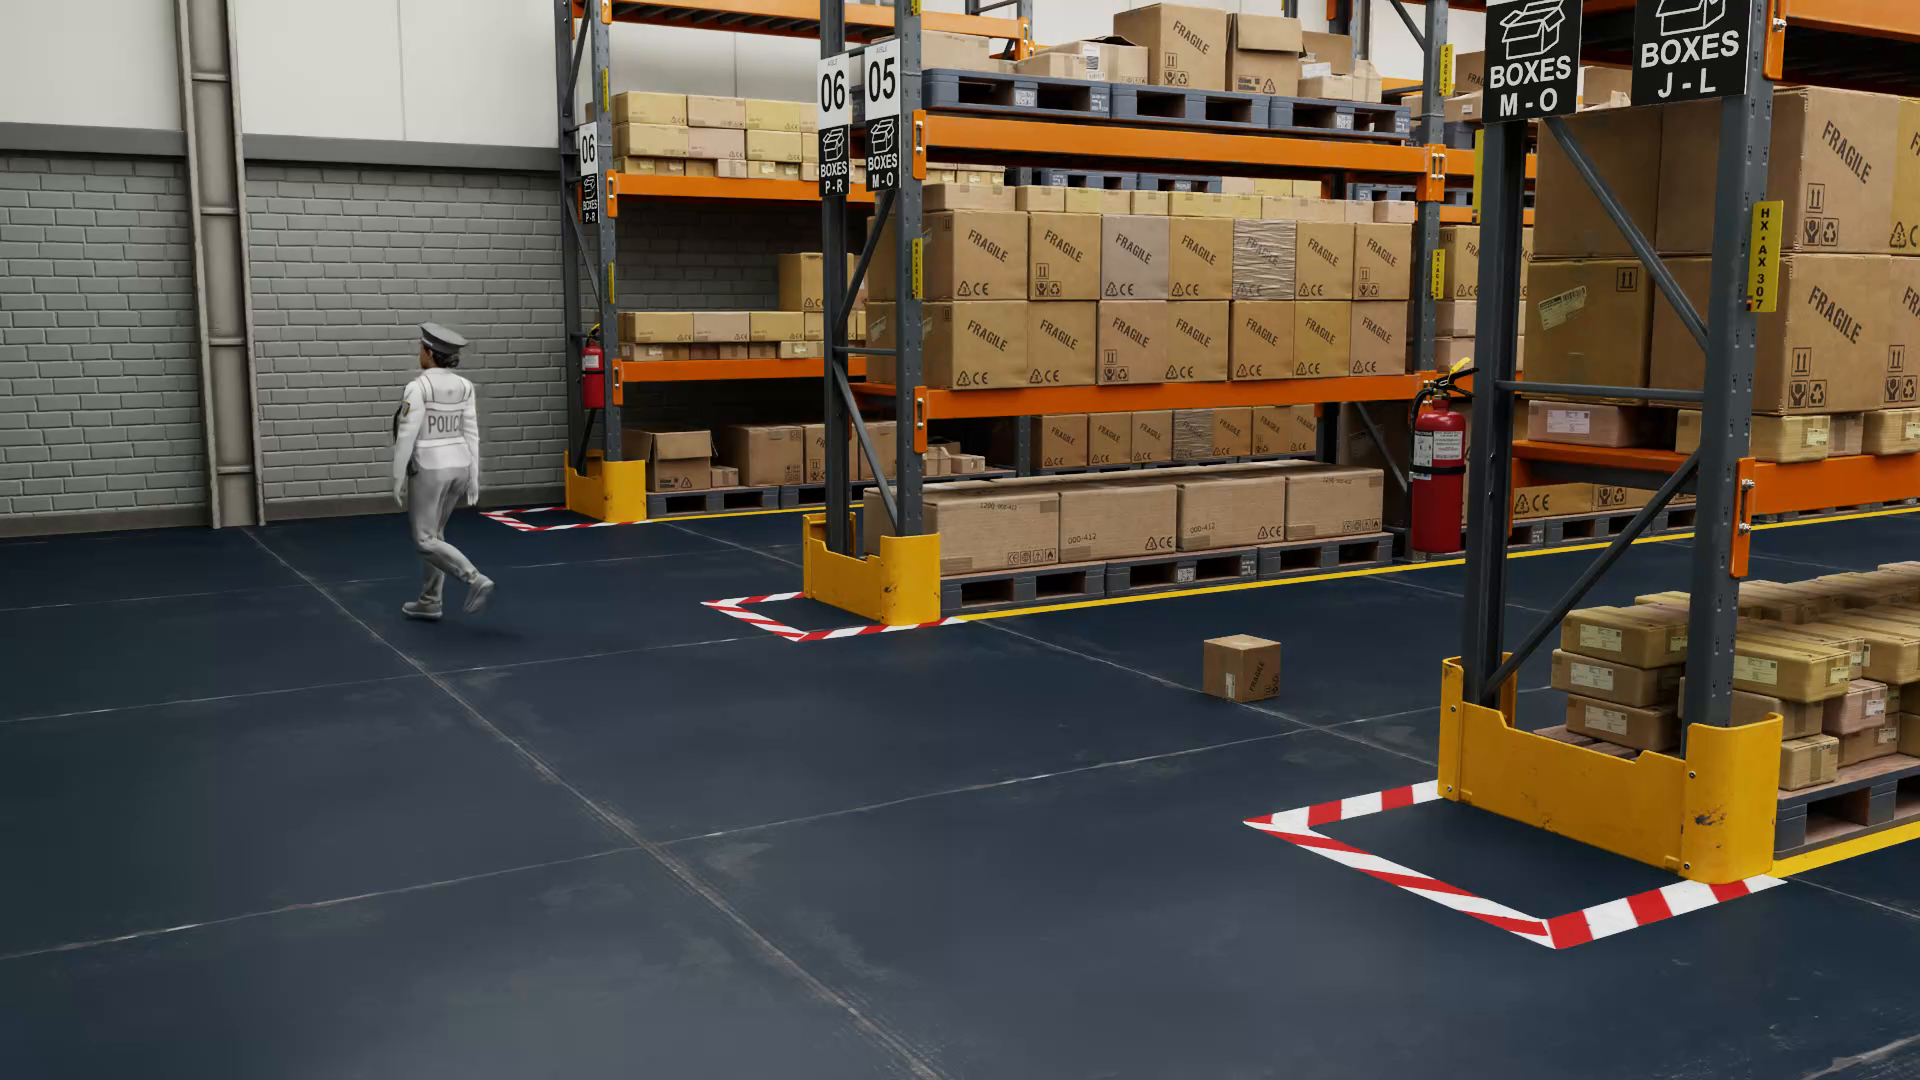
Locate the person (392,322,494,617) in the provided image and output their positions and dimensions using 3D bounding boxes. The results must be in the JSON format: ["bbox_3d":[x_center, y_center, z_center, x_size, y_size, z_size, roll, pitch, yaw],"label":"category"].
[{"bbox_3d":[-2.884,-0.369,9.192,0.786,1.661,0.491,5,9,29],"label":"person"}]
